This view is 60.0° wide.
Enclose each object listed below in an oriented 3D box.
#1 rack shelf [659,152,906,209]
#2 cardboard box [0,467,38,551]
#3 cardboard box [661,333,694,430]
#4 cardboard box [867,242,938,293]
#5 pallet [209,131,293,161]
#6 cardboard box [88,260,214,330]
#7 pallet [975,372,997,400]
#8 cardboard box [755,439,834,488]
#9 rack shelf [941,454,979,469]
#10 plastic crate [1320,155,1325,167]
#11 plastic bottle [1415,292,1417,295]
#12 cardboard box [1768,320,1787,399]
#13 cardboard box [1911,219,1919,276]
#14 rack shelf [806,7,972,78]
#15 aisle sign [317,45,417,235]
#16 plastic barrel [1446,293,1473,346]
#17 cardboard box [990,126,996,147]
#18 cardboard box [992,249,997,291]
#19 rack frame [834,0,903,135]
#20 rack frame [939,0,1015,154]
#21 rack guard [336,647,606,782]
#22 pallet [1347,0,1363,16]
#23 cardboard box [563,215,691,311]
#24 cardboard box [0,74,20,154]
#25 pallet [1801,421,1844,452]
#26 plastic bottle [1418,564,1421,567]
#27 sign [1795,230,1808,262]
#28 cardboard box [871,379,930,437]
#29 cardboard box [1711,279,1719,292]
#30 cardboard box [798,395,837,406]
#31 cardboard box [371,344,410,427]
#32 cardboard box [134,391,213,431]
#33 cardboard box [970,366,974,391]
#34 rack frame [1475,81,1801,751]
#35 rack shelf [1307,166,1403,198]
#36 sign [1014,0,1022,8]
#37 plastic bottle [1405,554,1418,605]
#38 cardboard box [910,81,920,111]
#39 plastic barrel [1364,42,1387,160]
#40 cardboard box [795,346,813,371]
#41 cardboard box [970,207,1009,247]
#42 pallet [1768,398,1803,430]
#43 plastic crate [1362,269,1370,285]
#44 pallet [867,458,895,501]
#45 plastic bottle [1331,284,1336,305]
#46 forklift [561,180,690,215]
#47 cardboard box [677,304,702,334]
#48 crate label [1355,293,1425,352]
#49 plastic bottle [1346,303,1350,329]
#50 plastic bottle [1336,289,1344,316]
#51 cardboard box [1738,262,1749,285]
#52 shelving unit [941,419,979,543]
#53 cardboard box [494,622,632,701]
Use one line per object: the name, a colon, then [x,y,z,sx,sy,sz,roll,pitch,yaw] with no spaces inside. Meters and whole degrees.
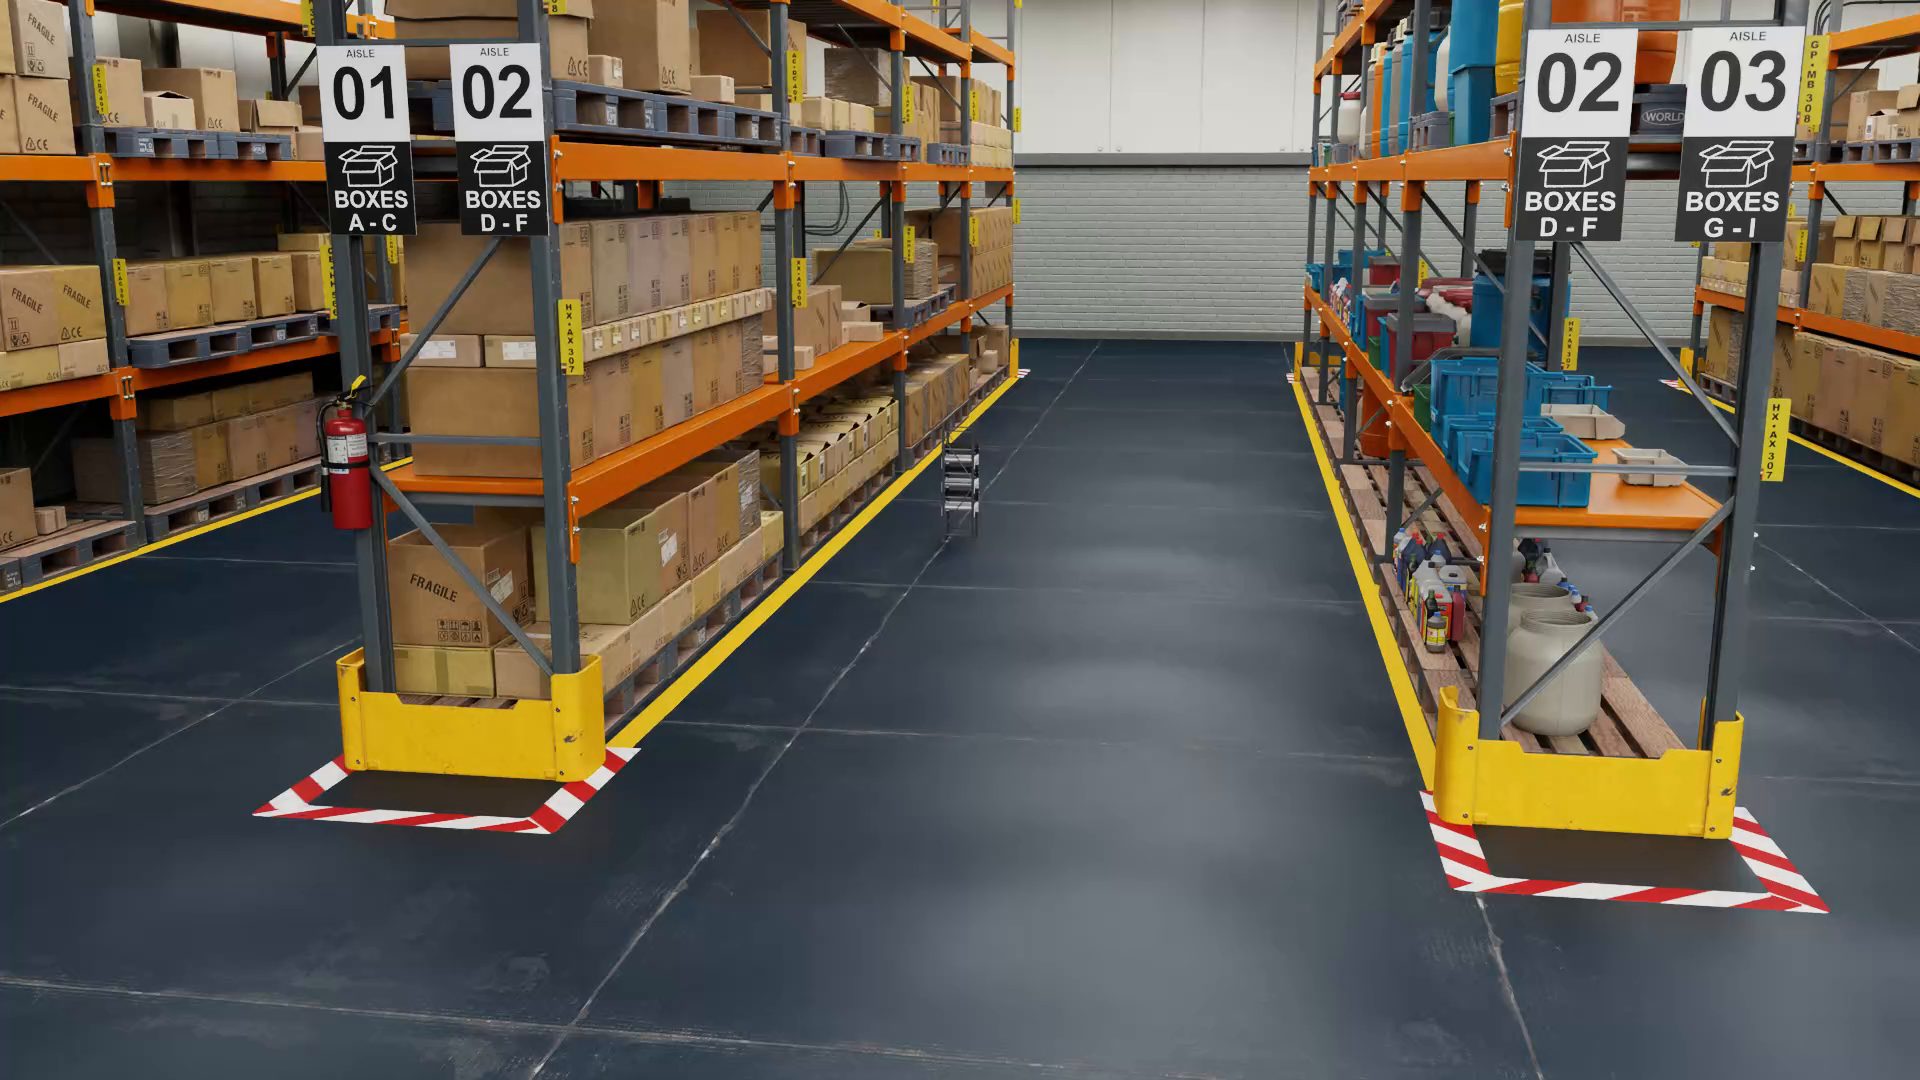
rack shelf: [-1.314,-2.802,12.962,1.077,0.370,4.000,2,12,9]
cardboard box: [-6.637,-0.206,11.220,0.500,0.500,0.500,1,12,4]
cardboard box: [-1.917,-0.906,9.341,0.700,0.500,0.500,2,12,10]
cardboard box: [-0.602,-2.821,17.228,0.700,0.500,0.500,-1,12,-6]
pallet: [-6.160,-3.146,13.298,1.213,0.211,1.003,2,12,9]
cardboard box: [-6.312,-1.916,12.980,0.700,0.500,0.500,3,13,14]
pallet: [-0.099,-1.971,21.137,1.003,0.211,1.213,2,12,9]
cardboard box: [-1.230,-0.588,12.302,0.500,0.311,0.500,2,12,8]
rack shelf: [0.001,-0.585,12.376,0.258,0.077,0.200,2,12,9]
plastic crate: [4.322,-4.390,19.247,0.293,0.136,0.466,2,12,9]
plastic bottle: [4.500,-2.311,16.404,0.097,0.271,0.097,0,12,0]
cardboard box: [9.716,-2.103,19.180,0.875,0.875,0.875,2,12,9]
cardboard box: [9.013,-2.608,14.858,0.797,0.503,0.637,2,12,10]
rack shelf: [-0.699,-4.905,16.552,1.077,0.370,4.000,2,12,9]
aisle sign: [-2.537,-1.705,7.114,0.394,0.787,0.004,2,12,9]
plastic barrel: [3.749,-1.521,12.108,0.433,0.535,0.433,0,12,0]
cardboard box: [0.169,-4.979,20.525,0.500,0.250,0.500,2,12,9]
cardboard box: [0.188,-3.399,20.908,0.500,0.500,0.500,2,12,8]
rack frame: [-1.006,-5.036,14.502,1.000,3.000,0.127,2,12,9]
rack frame: [0.224,-6.702,22.230,1.000,3.000,0.127,2,12,9]
rack guard: [-2.240,0.789,7.647,1.175,0.500,0.348,2,12,9]
pallet: [4.029,-4.736,14.508,1.213,0.211,1.003,2,12,9]
cardboard box: [-1.915,-1.548,9.240,0.700,0.500,0.500,2,12,9]
cardboard box: [-6.441,-2.738,10.672,0.500,0.500,0.500,1,12,4]
pallet: [9.353,-1.088,17.042,1.003,0.211,1.213,2,12,9]
plastic bottle: [2.724,0.235,9.716,0.097,0.271,0.097,0,12,0]
sign: [8.848,-3.094,17.488,0.100,0.325,0.005,2,12,9]
cardboard box: [-0.579,-1.291,16.255,0.500,0.500,0.500,1,12,7]
cardboard box: [9.554,-3.154,20.607,0.380,0.149,0.250,2,12,7]
cardboard box: [-1.377,-1.139,14.859,0.500,0.311,0.500,2,12,11]
cardboard box: [-5.659,-1.567,16.748,0.750,0.750,0.750,2,12,8]
cardboard box: [-6.356,-1.036,13.289,0.500,0.250,0.500,2,12,7]
cardboard box: [-0.113,-1.917,19.608,0.500,0.311,0.500,2,12,9]
rack frame: [2.657,-0.277,6.659,1.000,3.000,0.127,2,12,9]
rack shelf: [4.810,-4.306,19.942,1.077,0.370,4.000,2,12,9]
sign: [0.769,-7.213,22.012,0.100,0.325,0.005,2,12,9]
plastic bottle: [2.643,0.230,9.709,0.061,0.283,0.133,2,12,11]
cardboard box: [-0.744,-4.325,16.853,0.600,0.600,0.600,1,12,6]
plastic barrel: [3.547,-3.490,13.257,0.600,0.901,0.600,0,12,0]
cardboard box: [-1.283,-1.326,12.122,0.380,0.149,0.250,2,12,9]
cardboard box: [0.350,-4.100,21.787,0.500,0.500,0.500,2,12,10]
pallet: [9.591,-1.407,18.522,1.003,0.211,1.213,2,12,9]
plastic crate: [4.920,-3.058,19.703,0.437,0.282,0.530,2,12,9]
pallet: [-1.171,-0.570,14.639,1.003,0.211,1.213,2,12,9]
plastic bottle: [3.990,-2.577,17.636,0.097,0.271,0.097,0,12,0]
forklift: [-2.935,-1.887,14.291,1.130,2.935,3.031,2,12,7]
cardboard box: [-1.686,-1.254,9.414,0.380,0.149,0.250,2,12,11]
crate label: [3.468,-1.762,13.463,0.502,0.435,0.616,2,12,9]
plastic bottle: [3.629,-2.089,15.374,0.097,0.271,0.097,0,12,0]
plastic bottle: [3.877,-2.389,16.755,0.152,0.276,0.135,2,12,9]
cardboard box: [9.442,-3.106,19.438,0.500,0.250,0.500,2,12,8]
shelving unit: [0.001,-0.442,12.406,0.258,0.900,0.210,2,12,9]
cardboard box: [-1.934,0.596,8.137,0.500,0.250,0.500,2,12,9]
